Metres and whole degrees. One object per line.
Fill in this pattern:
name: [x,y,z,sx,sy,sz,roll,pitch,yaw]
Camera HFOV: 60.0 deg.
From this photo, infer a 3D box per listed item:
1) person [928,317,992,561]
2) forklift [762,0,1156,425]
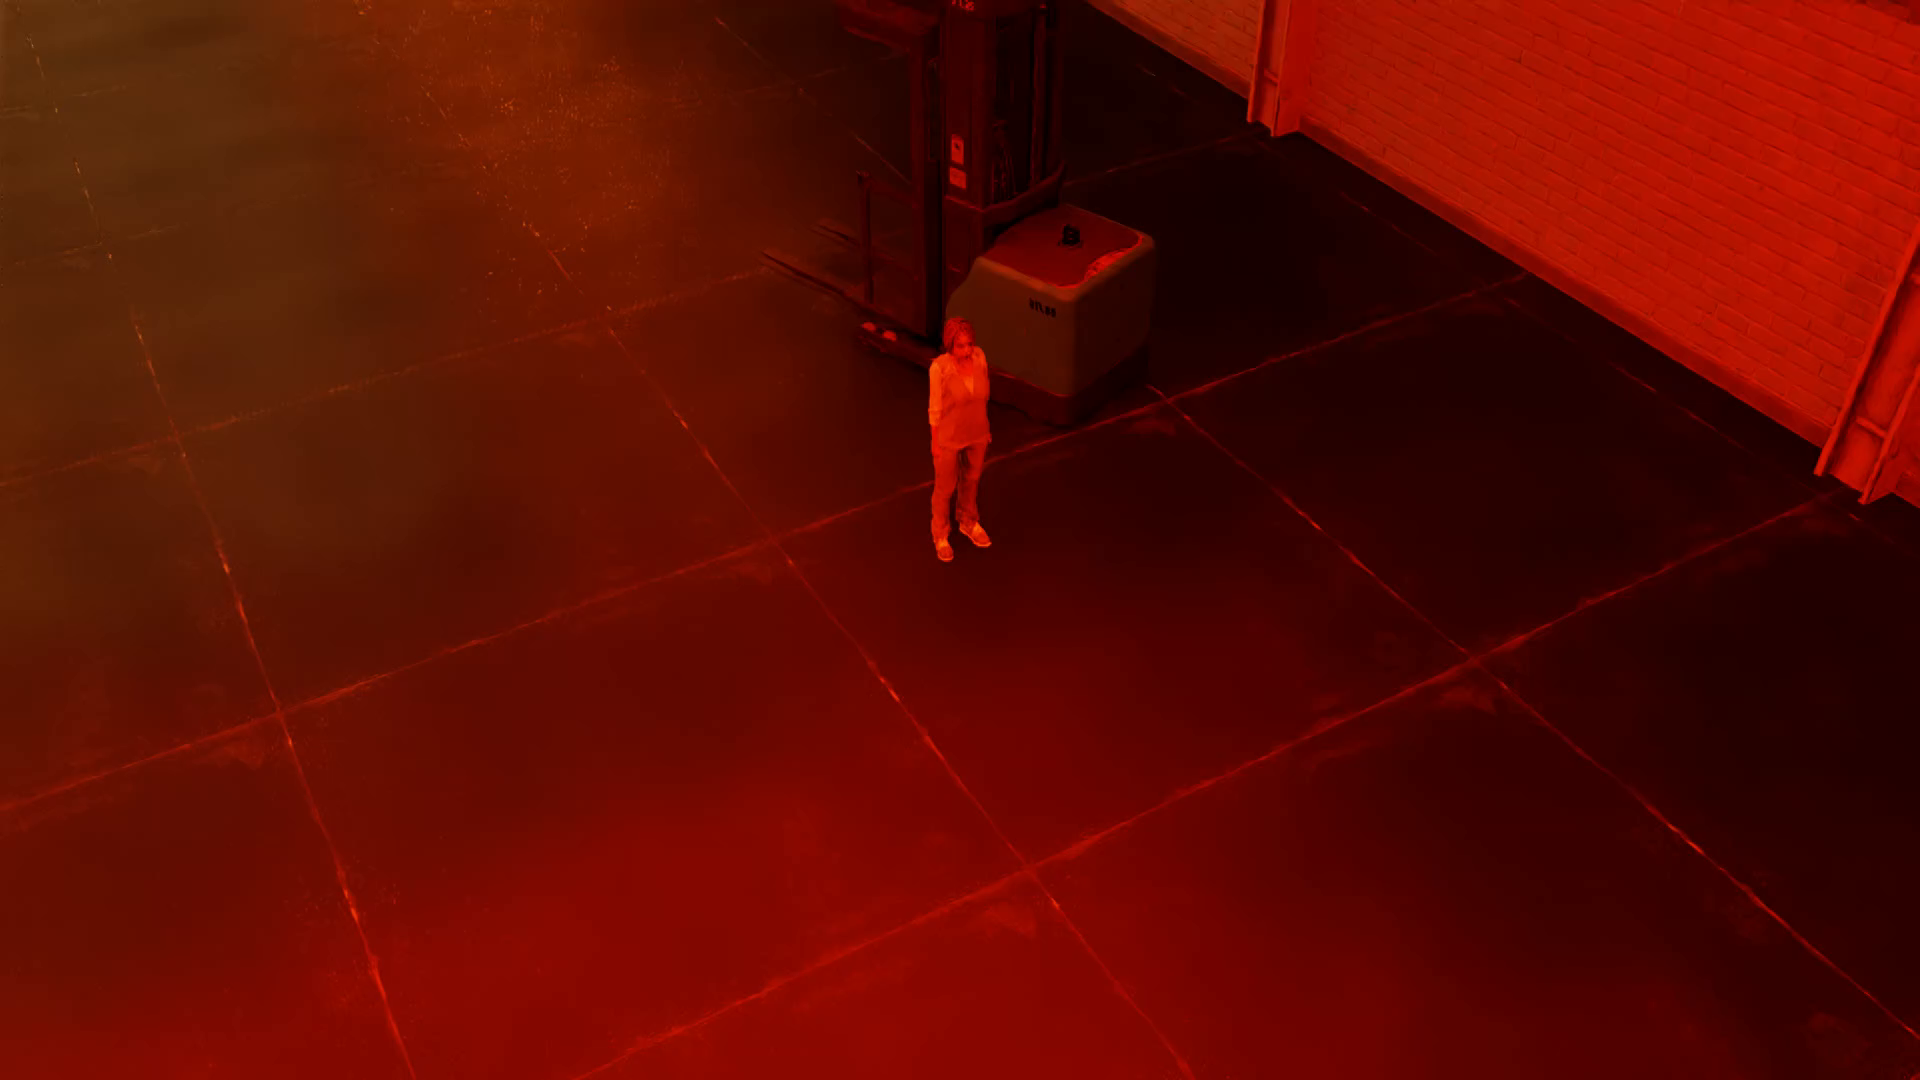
person: [0.005,-0.611,9.815,0.405,1.604,0.310,-20,44,-23]
forklift: [-0.128,-2.690,11.279,3.031,2.935,1.130,28,47,30]
